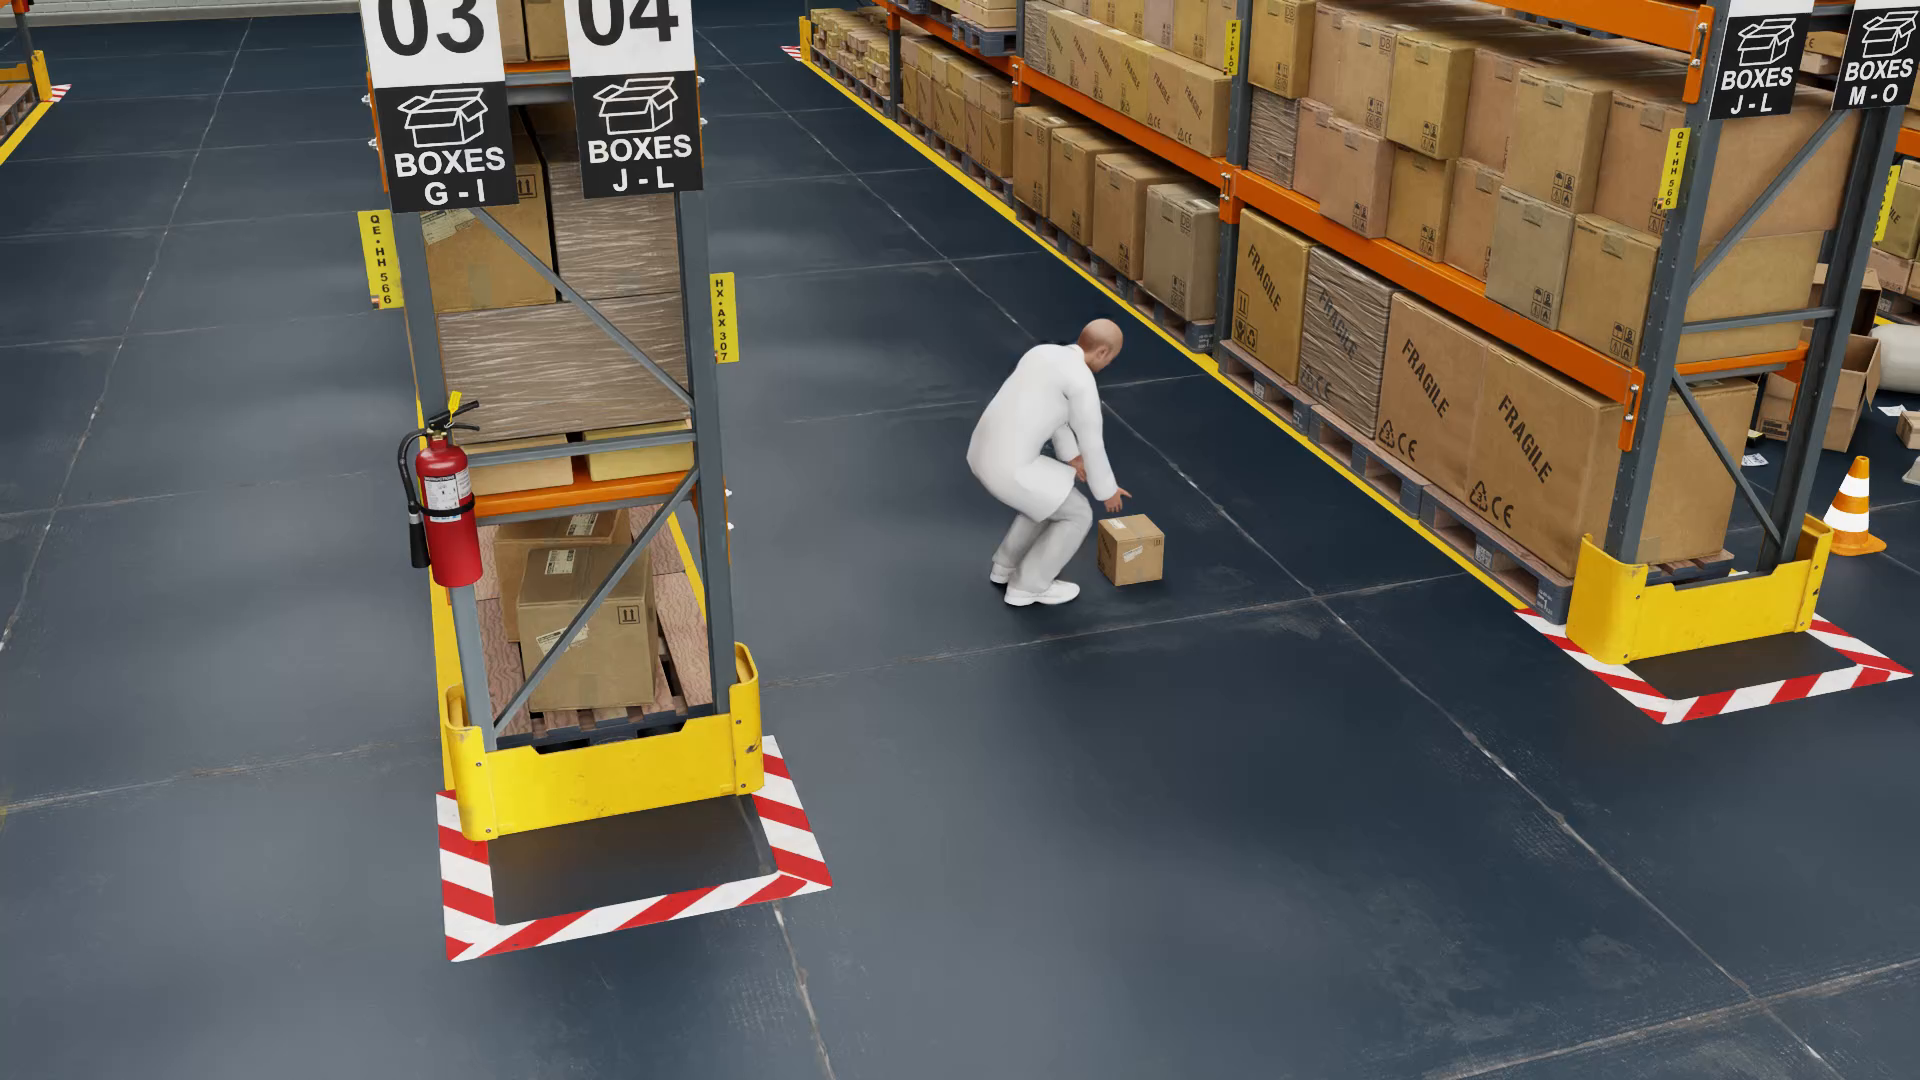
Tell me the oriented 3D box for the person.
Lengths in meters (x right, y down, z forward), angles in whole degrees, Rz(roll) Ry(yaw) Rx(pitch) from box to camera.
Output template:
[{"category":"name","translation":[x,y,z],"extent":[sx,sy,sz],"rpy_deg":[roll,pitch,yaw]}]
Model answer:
[{"category":"person","translation":[0.401,-0.380,7.938],"extent":[0.766,1.318,0.634],"rpy_deg":[-8,27,-16]}]
